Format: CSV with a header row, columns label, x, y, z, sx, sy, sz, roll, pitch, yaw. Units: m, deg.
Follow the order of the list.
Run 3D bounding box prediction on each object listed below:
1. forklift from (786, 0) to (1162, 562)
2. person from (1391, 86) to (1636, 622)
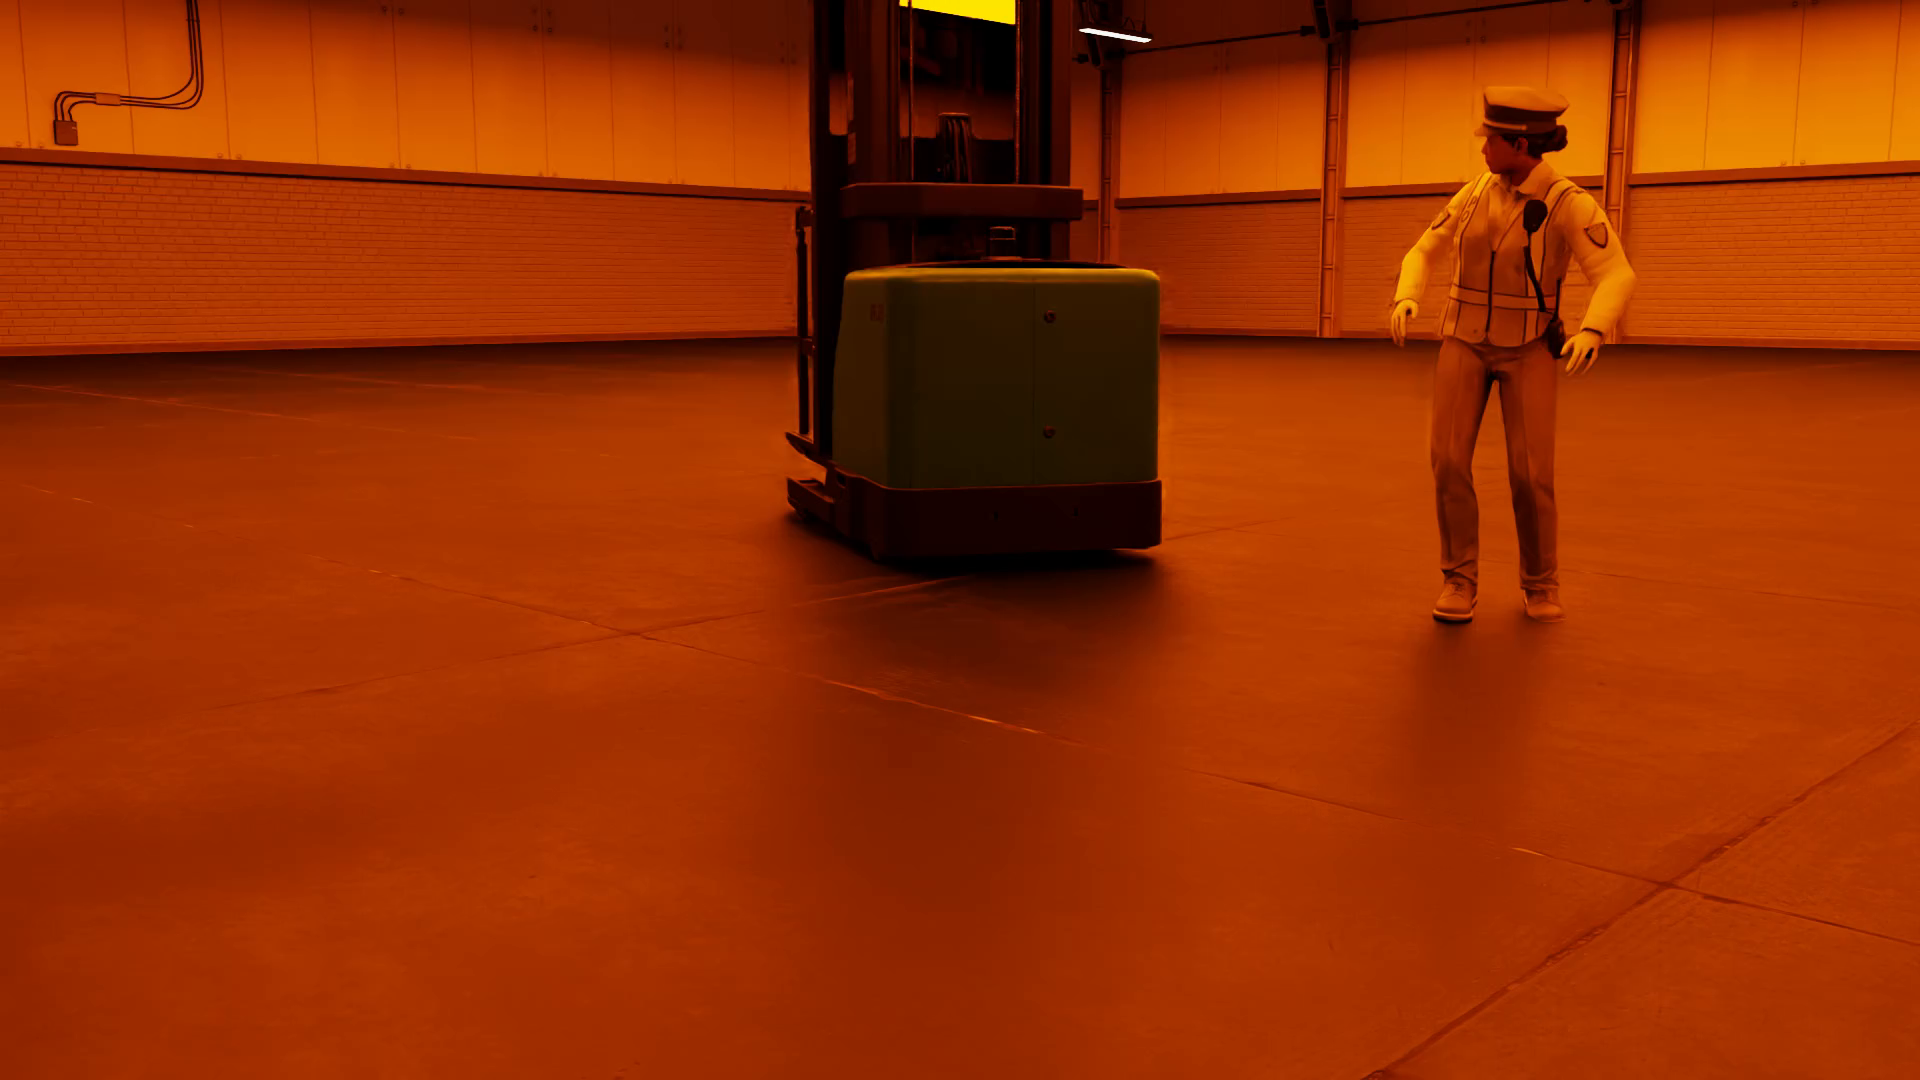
label,x,y,z,sx,sy,sz,roll,pitch,yaw
forklift,-0.150,-1.551,7.175,1.130,2.935,3.031,-2,9,-16
person,1.661,-0.549,5.067,0.732,1.630,0.561,6,10,33
